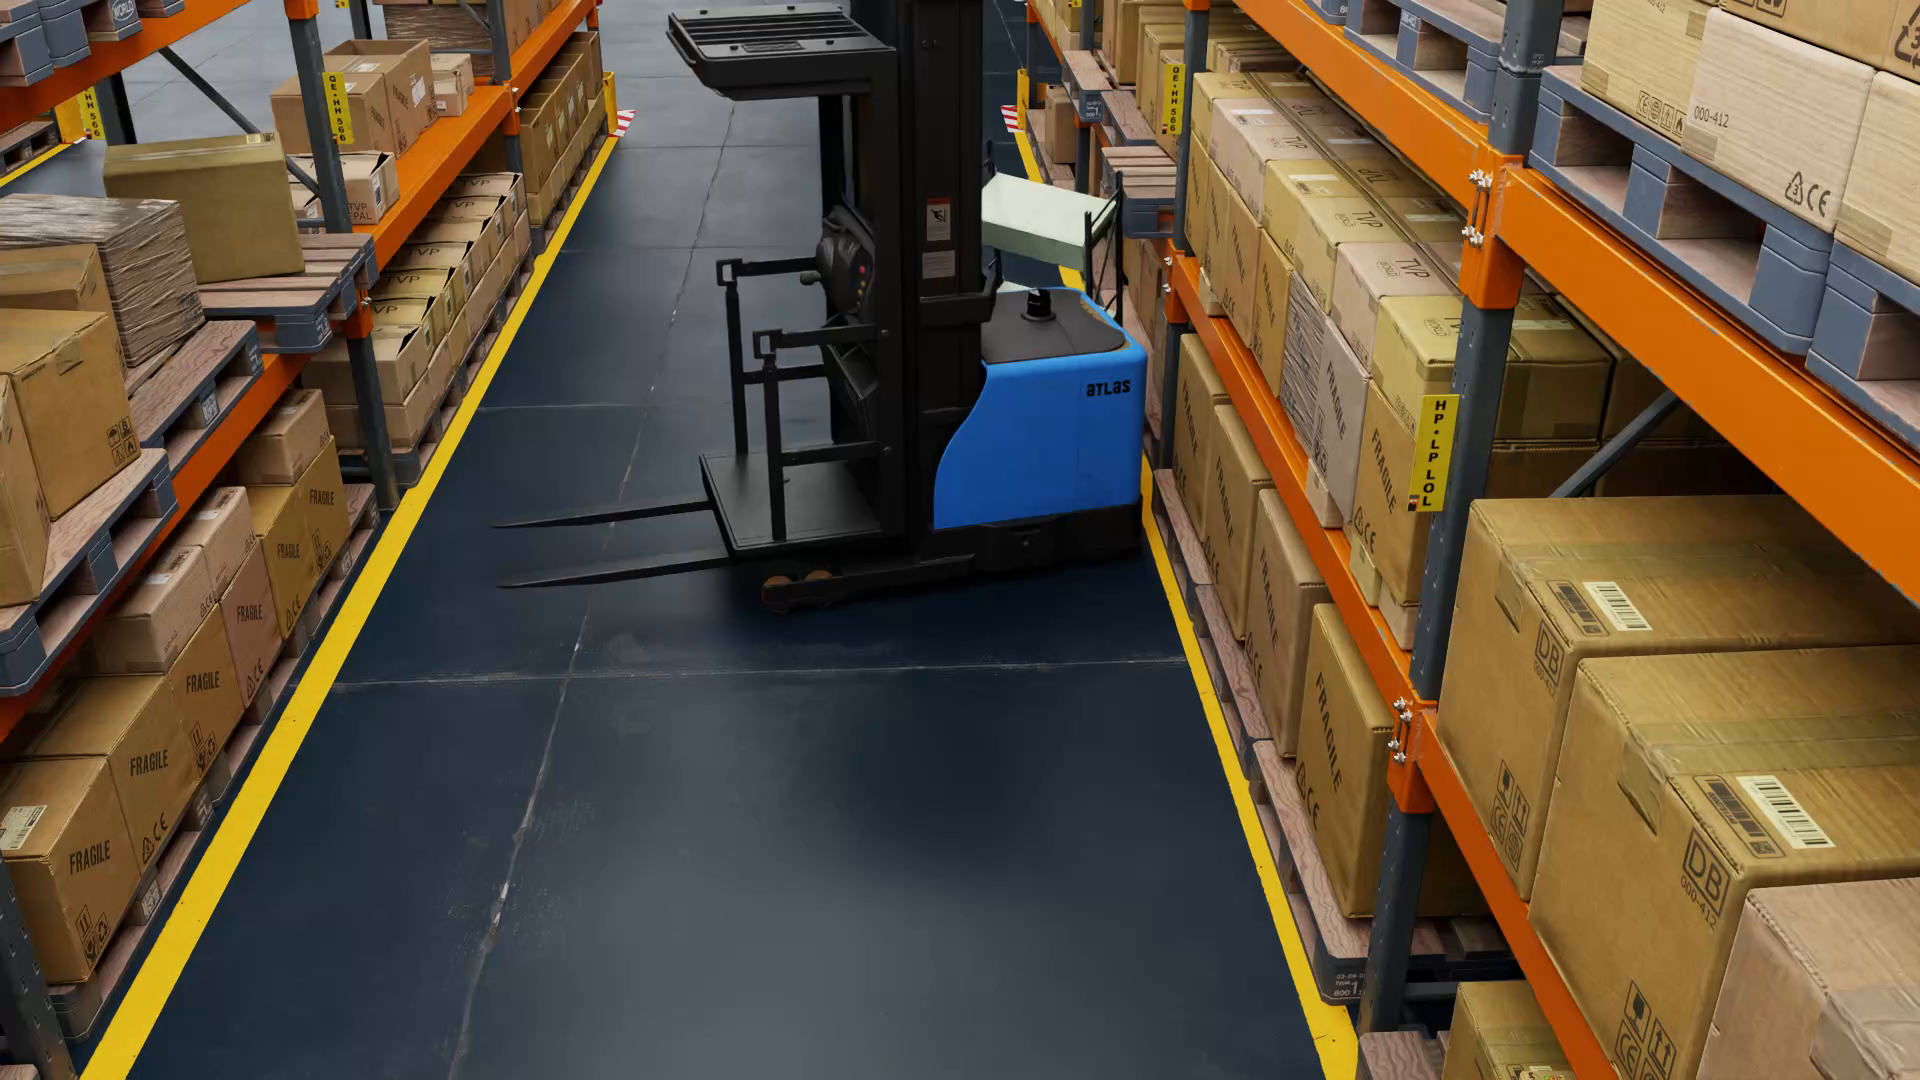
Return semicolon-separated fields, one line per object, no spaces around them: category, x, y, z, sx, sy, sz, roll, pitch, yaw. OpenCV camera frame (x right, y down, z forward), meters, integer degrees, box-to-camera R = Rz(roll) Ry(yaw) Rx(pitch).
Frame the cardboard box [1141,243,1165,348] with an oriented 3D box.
cardboard box;1.493;-1.494;10.098;0.700;0.500;0.500;-2;28;-3

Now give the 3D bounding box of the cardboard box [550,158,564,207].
cardboard box;-3.350;-2.752;12.802;0.500;0.250;0.500;-1;28;-3

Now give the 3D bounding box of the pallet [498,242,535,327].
pallet;-3.530;-1.757;11.390;1.003;0.211;1.213;-1;28;-3

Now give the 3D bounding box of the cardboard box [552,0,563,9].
cardboard box;-3.773;-4.766;14.036;0.700;0.500;0.500;-1;28;-1

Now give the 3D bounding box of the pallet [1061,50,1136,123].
pallet;1.233;-3.012;10.989;1.003;0.211;1.213;-1;28;-3

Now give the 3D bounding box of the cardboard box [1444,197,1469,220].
cardboard box;1.928;-0.969;5.601;0.500;0.250;0.500;-2;28;-4

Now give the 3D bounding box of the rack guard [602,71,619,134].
rack guard;-3.818;-4.083;15.537;1.175;0.500;0.348;-1;28;-3

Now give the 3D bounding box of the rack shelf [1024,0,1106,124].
rack shelf;1.234;-4.059;13.566;1.077;0.370;4.000;-1;28;-3

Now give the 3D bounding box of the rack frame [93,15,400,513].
rack frame;-3.399;-1.485;7.854;1.000;3.000;0.127;-1;28;-3

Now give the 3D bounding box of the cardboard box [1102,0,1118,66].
cardboard box;1.331;-3.457;11.051;0.700;0.500;0.500;-1;28;-2

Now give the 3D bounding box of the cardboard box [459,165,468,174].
cardboard box;-3.865;-3.072;12.605;0.500;0.500;0.500;-1;28;-3

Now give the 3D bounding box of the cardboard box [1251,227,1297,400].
cardboard box;1.395;-0.850;6.184;0.500;0.500;0.500;-1;28;-1

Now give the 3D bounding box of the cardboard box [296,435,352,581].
cardboard box;-3.116;-0.146;7.513;0.500;0.500;0.500;0;28;-1

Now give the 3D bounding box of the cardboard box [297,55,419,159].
cardboard box;-3.530;-2.547;9.782;0.500;0.500;0.500;-1;28;-3

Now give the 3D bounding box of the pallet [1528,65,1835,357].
pallet;1.789;-0.672;3.147;1.003;0.211;1.213;-1;28;-3

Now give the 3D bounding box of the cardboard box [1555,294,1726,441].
cardboard box;1.993;-0.496;4.694;0.500;0.250;0.500;-1;28;-1

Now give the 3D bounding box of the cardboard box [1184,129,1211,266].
cardboard box;1.317;-1.561;7.548;0.500;0.500;0.500;-1;28;-1

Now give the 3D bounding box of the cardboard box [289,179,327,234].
cardboard box;-3.374;-1.615;8.199;0.500;0.311;0.500;0;28;1

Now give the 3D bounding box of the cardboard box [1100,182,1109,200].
cardboard box;1.281;-2.639;12.654;0.380;0.166;0.250;-5;28;-9

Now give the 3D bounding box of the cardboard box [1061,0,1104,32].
cardboard box;1.005;-3.940;11.889;0.500;0.500;0.500;-1;28;-3

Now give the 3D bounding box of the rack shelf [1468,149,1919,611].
rack shelf;1.861;0.153;2.247;1.077;0.370;4.000;-1;28;-3

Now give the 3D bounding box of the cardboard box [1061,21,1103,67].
cardboard box;1.011;-3.608;12.064;0.500;0.250;0.500;-1;28;-3

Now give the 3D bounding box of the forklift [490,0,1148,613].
forklift;-0.697;-1.210;7.469;3.031;2.867;1.129;-8;29;-14

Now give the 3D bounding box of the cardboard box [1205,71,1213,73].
cardboard box;1.513;-2.063;8.378;0.700;0.500;0.500;-5;28;-9

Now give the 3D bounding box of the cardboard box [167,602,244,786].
cardboard box;-3.030;0.569;6.143;0.500;0.500;0.500;-1;28;-2

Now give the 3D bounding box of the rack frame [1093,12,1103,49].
rack frame;1.336;-3.454;11.628;0.949;2.616;0.053;-1;28;-3

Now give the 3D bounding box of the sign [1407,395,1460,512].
sign;1.215;-0.220;4.262;0.100;0.325;0.005;-1;28;-3

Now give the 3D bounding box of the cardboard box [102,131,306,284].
cardboard box;-3.254;-1.428;7.182;0.700;0.500;0.500;-11;29;-20

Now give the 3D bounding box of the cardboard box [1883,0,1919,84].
cardboard box;1.578;-0.785;2.056;0.500;0.500;0.500;-1;28;-2

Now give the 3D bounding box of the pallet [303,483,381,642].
pallet;-3.398;0.097;7.836;1.003;0.211;1.213;-1;28;-3

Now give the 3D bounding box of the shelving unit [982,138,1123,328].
shelving unit;0.443;-1.318;8.889;0.755;1.500;0.431;19;52;22

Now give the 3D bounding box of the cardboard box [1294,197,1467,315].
cardboard box;1.433;-0.958;5.582;0.500;0.250;0.500;-1;28;-2

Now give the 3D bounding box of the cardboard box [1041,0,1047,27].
cardboard box;0.925;-4.302;13.395;0.500;0.250;0.500;-1;28;-2

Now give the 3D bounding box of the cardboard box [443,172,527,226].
cardboard box;-3.300;-2.368;11.460;0.500;0.311;0.500;-1;28;-3

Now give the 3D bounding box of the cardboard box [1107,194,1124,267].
cardboard box;1.394;-2.201;11.454;0.700;0.500;0.500;0;28;-1

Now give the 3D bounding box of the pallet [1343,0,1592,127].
pallet;1.659;-1.427;4.705;0.805;0.209;1.217;-2;28;-5

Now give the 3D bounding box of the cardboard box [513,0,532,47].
cardboard box;-3.694;-4.057;12.676;0.700;0.500;0.500;-1;28;-2

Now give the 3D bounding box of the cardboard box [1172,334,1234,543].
cardboard box;1.455;-0.497;7.830;0.750;0.750;0.750;-2;28;-3

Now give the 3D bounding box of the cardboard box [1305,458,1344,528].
cardboard box;1.378;-0.163;5.570;0.380;0.149;0.250;-1;28;-3

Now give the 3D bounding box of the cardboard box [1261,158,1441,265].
cardboard box;1.406;-1.194;6.033;0.500;0.250;0.500;-2;28;-4

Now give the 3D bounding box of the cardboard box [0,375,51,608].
cardboard box;-2.992;-0.093;4.622;0.700;0.500;0.500;-11;29;-20

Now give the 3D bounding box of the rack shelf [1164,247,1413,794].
rack shelf;1.652;-0.364;6.482;1.077;0.370;4.000;-1;28;-3

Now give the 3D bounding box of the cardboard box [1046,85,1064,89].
cardboard box;1.076;-3.982;15.074;0.500;0.311;0.500;-4;28;-8

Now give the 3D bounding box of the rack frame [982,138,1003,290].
rack frame;0.121;-1.429;9.025;0.023;1.500;0.400;19;52;22

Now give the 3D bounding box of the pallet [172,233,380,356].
pallet;-3.294;-1.089;7.302;1.213;0.211;1.003;-1;28;-3

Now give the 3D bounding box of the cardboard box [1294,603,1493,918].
cardboard box;1.593;0.711;5.515;0.750;0.750;0.750;-1;28;-2

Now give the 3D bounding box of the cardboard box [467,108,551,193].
cardboard box;-3.319;-2.854;12.186;0.500;0.500;0.500;-1;28;-3

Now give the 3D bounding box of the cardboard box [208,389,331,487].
cardboard box;-3.109;-0.452;7.290;0.500;0.250;0.500;0;28;-1

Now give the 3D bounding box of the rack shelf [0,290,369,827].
rack shelf;-3.295;-0.243;6.250;1.077;0.370;4.000;-1;28;-3

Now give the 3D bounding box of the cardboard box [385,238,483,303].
cardboard box;-3.221;-1.665;10.112;0.500;0.311;0.500;-2;28;-3

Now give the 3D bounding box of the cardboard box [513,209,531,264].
cardboard box;-3.297;-2.115;11.581;0.500;0.250;0.500;-2;28;-3

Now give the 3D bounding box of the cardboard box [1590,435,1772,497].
cardboard box;1.984;-0.163;4.867;0.500;0.500;0.500;-2;28;-4

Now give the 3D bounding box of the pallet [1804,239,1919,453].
pallet;1.849;-0.110;2.069;1.003;0.211;1.213;-1;28;-3

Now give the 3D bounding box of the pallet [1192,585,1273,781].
pallet;1.574;0.558;6.952;1.003;0.211;1.213;-1;28;-3
